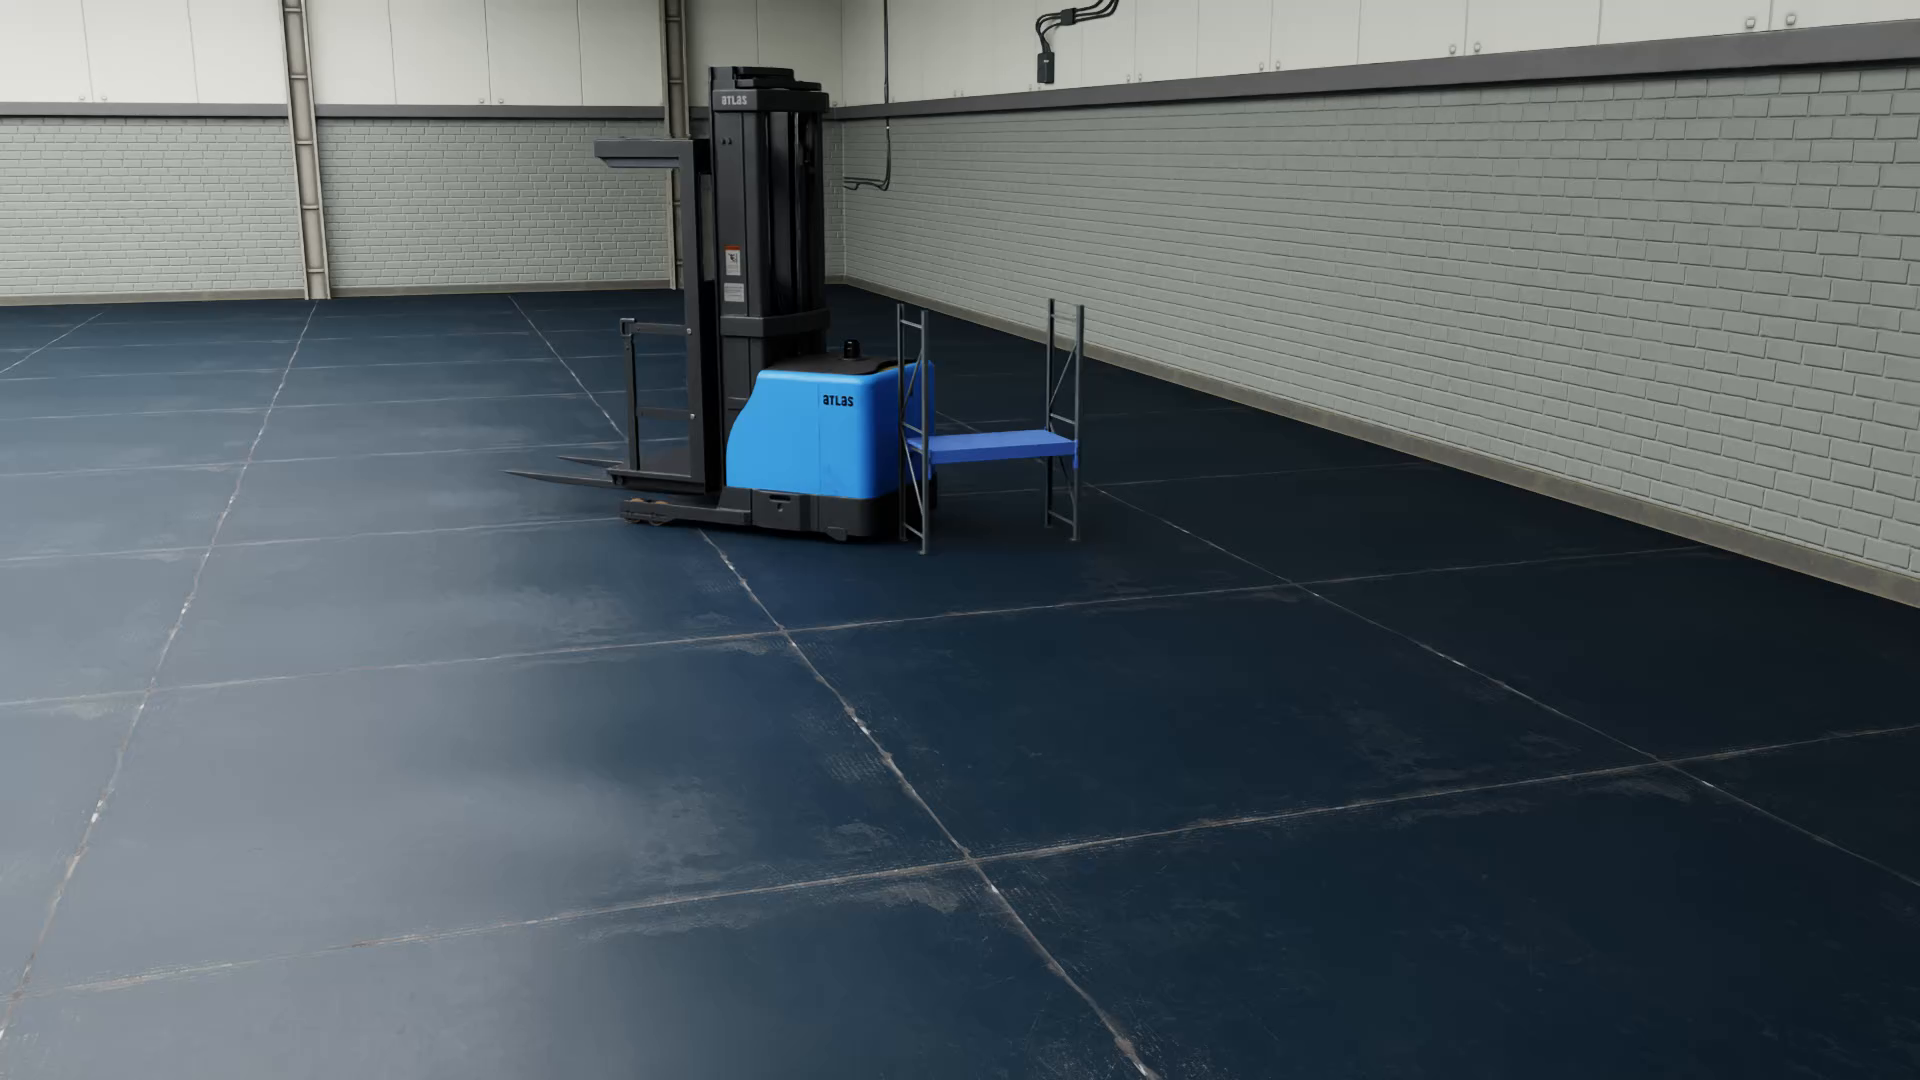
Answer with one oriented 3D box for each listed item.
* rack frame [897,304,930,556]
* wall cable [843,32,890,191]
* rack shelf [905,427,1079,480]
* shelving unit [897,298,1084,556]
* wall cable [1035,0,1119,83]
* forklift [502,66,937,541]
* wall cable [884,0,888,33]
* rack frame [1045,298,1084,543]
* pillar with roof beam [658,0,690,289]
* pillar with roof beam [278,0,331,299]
[{"bbox_3d":[-0.289,-0.687,10.290,0.032,1.500,0.500,-5,14,-20],"label":"rack frame"},{"bbox_3d":[-1.662,-7.217,28.247,0.112,2.526,3.097,-4,14,-18],"label":"wall cable"},{"bbox_3d":[0.188,-0.553,10.503,1.000,0.185,0.538,-5,14,-20],"label":"rack shelf"},{"bbox_3d":[0.188,-0.728,10.462,1.048,1.500,0.538,-5,14,-20],"label":"shelving unit"},{"bbox_3d":[1.351,-8.299,18.735,0.169,6.003,2.305,-4,14,-18],"label":"wall cable"},{"bbox_3d":[-1.715,-1.623,11.131,3.031,2.935,1.130,6,15,23],"label":"forklift"},{"bbox_3d":[-0.799,-9.080,25.168,0.112,2.526,3.097,-4,14,-18],"label":"wall cable"},{"bbox_3d":[0.664,-0.769,10.634,0.032,1.500,0.500,-5,14,-20],"label":"rack frame"},{"bbox_3d":[-3.503,-7.856,24.223,0.400,9.000,9.100,-4,14,-18],"label":"pillar with roof beam"},{"bbox_3d":[-9.190,-7.413,22.361,0.400,9.000,9.100,-4,14,-18],"label":"pillar with roof beam"}]
